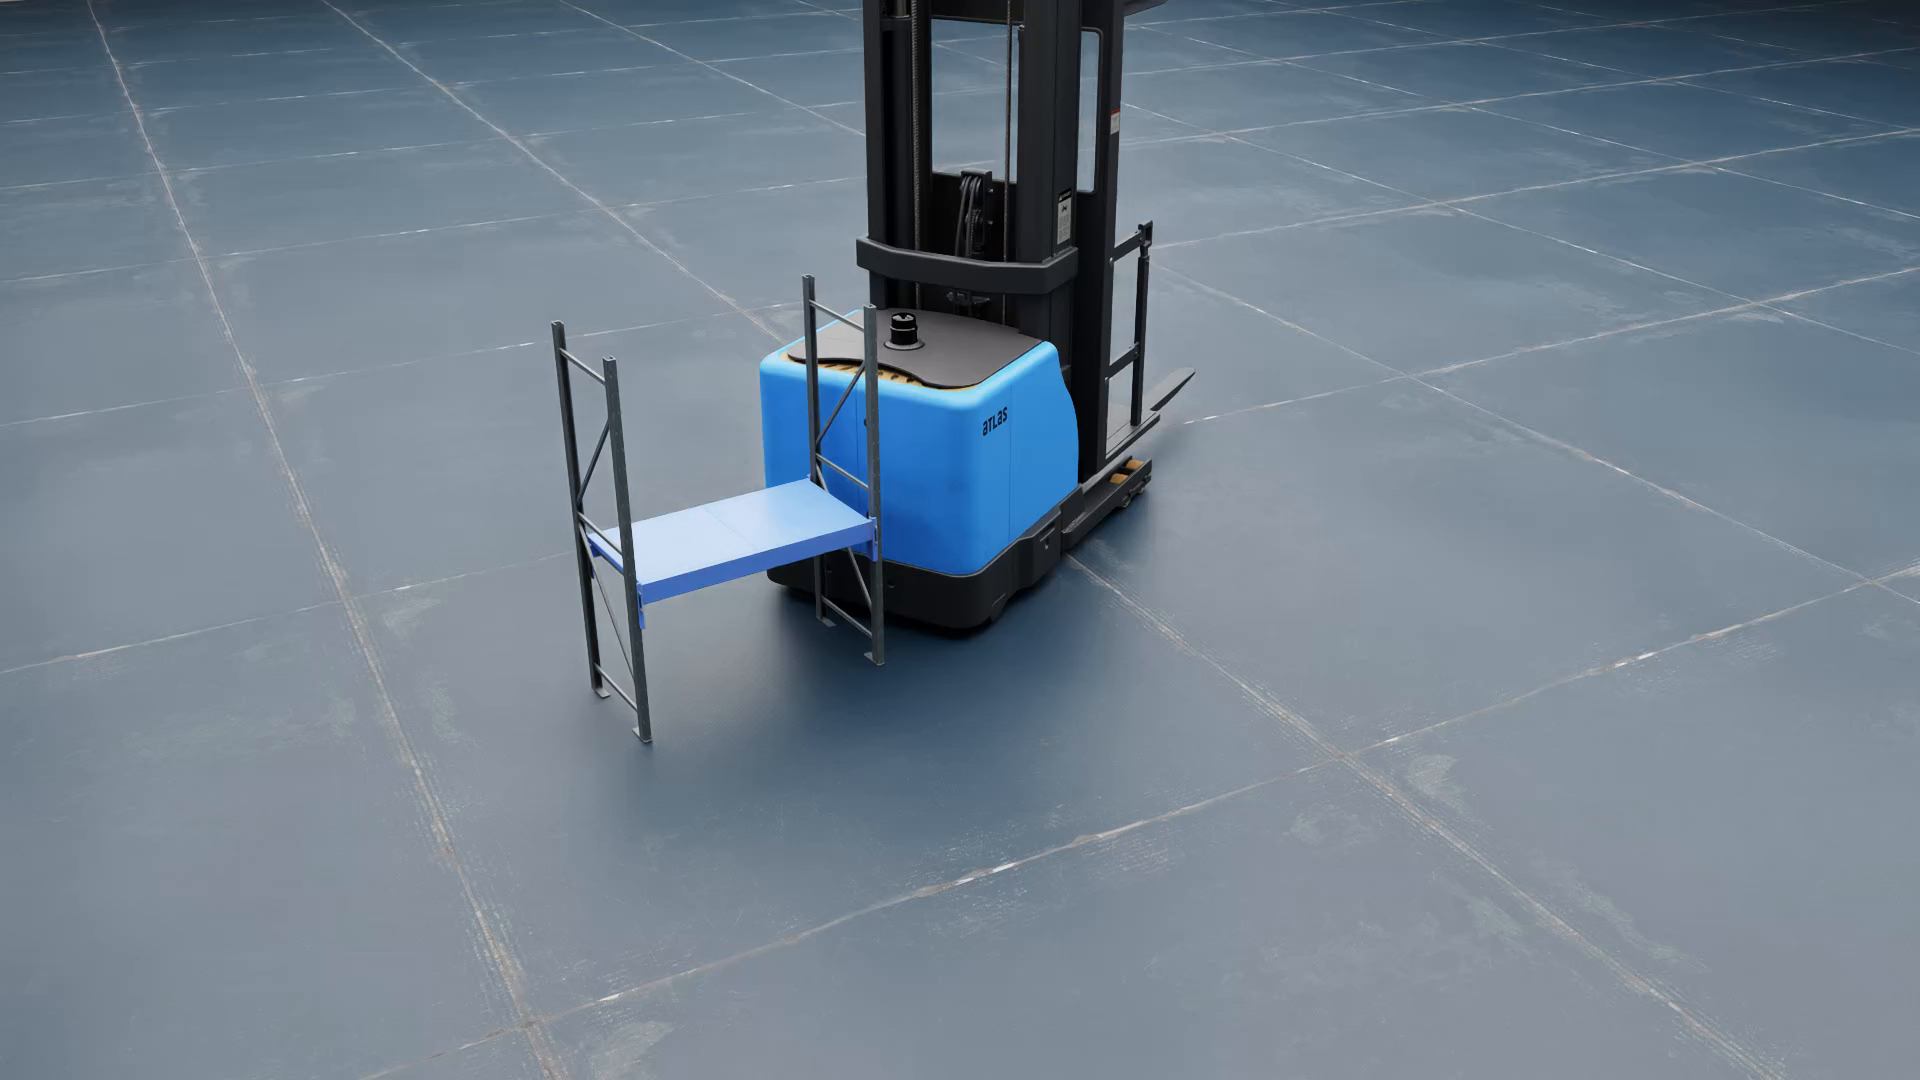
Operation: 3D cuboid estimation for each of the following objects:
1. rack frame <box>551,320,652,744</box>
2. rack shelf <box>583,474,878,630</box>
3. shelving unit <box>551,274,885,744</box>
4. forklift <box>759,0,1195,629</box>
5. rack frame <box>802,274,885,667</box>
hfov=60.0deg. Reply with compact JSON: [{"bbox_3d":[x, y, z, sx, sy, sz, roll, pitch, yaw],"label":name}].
[{"bbox_3d":[-1.298,-0.012,6.043,0.032,1.500,0.500,-16,30,-30],"label":"rack frame"},{"bbox_3d":[-0.877,0.027,6.378,1.000,0.185,0.538,-16,30,-30],"label":"rack shelf"},{"bbox_3d":[-0.877,-0.136,6.300,1.048,1.500,0.538,-16,30,-30],"label":"shelving unit"},{"bbox_3d":[0.295,-1.560,7.613,1.130,2.935,3.031,13,29,25],"label":"forklift"},{"bbox_3d":[-0.457,-0.259,6.557,0.032,1.500,0.500,-16,30,-30],"label":"rack frame"}]
